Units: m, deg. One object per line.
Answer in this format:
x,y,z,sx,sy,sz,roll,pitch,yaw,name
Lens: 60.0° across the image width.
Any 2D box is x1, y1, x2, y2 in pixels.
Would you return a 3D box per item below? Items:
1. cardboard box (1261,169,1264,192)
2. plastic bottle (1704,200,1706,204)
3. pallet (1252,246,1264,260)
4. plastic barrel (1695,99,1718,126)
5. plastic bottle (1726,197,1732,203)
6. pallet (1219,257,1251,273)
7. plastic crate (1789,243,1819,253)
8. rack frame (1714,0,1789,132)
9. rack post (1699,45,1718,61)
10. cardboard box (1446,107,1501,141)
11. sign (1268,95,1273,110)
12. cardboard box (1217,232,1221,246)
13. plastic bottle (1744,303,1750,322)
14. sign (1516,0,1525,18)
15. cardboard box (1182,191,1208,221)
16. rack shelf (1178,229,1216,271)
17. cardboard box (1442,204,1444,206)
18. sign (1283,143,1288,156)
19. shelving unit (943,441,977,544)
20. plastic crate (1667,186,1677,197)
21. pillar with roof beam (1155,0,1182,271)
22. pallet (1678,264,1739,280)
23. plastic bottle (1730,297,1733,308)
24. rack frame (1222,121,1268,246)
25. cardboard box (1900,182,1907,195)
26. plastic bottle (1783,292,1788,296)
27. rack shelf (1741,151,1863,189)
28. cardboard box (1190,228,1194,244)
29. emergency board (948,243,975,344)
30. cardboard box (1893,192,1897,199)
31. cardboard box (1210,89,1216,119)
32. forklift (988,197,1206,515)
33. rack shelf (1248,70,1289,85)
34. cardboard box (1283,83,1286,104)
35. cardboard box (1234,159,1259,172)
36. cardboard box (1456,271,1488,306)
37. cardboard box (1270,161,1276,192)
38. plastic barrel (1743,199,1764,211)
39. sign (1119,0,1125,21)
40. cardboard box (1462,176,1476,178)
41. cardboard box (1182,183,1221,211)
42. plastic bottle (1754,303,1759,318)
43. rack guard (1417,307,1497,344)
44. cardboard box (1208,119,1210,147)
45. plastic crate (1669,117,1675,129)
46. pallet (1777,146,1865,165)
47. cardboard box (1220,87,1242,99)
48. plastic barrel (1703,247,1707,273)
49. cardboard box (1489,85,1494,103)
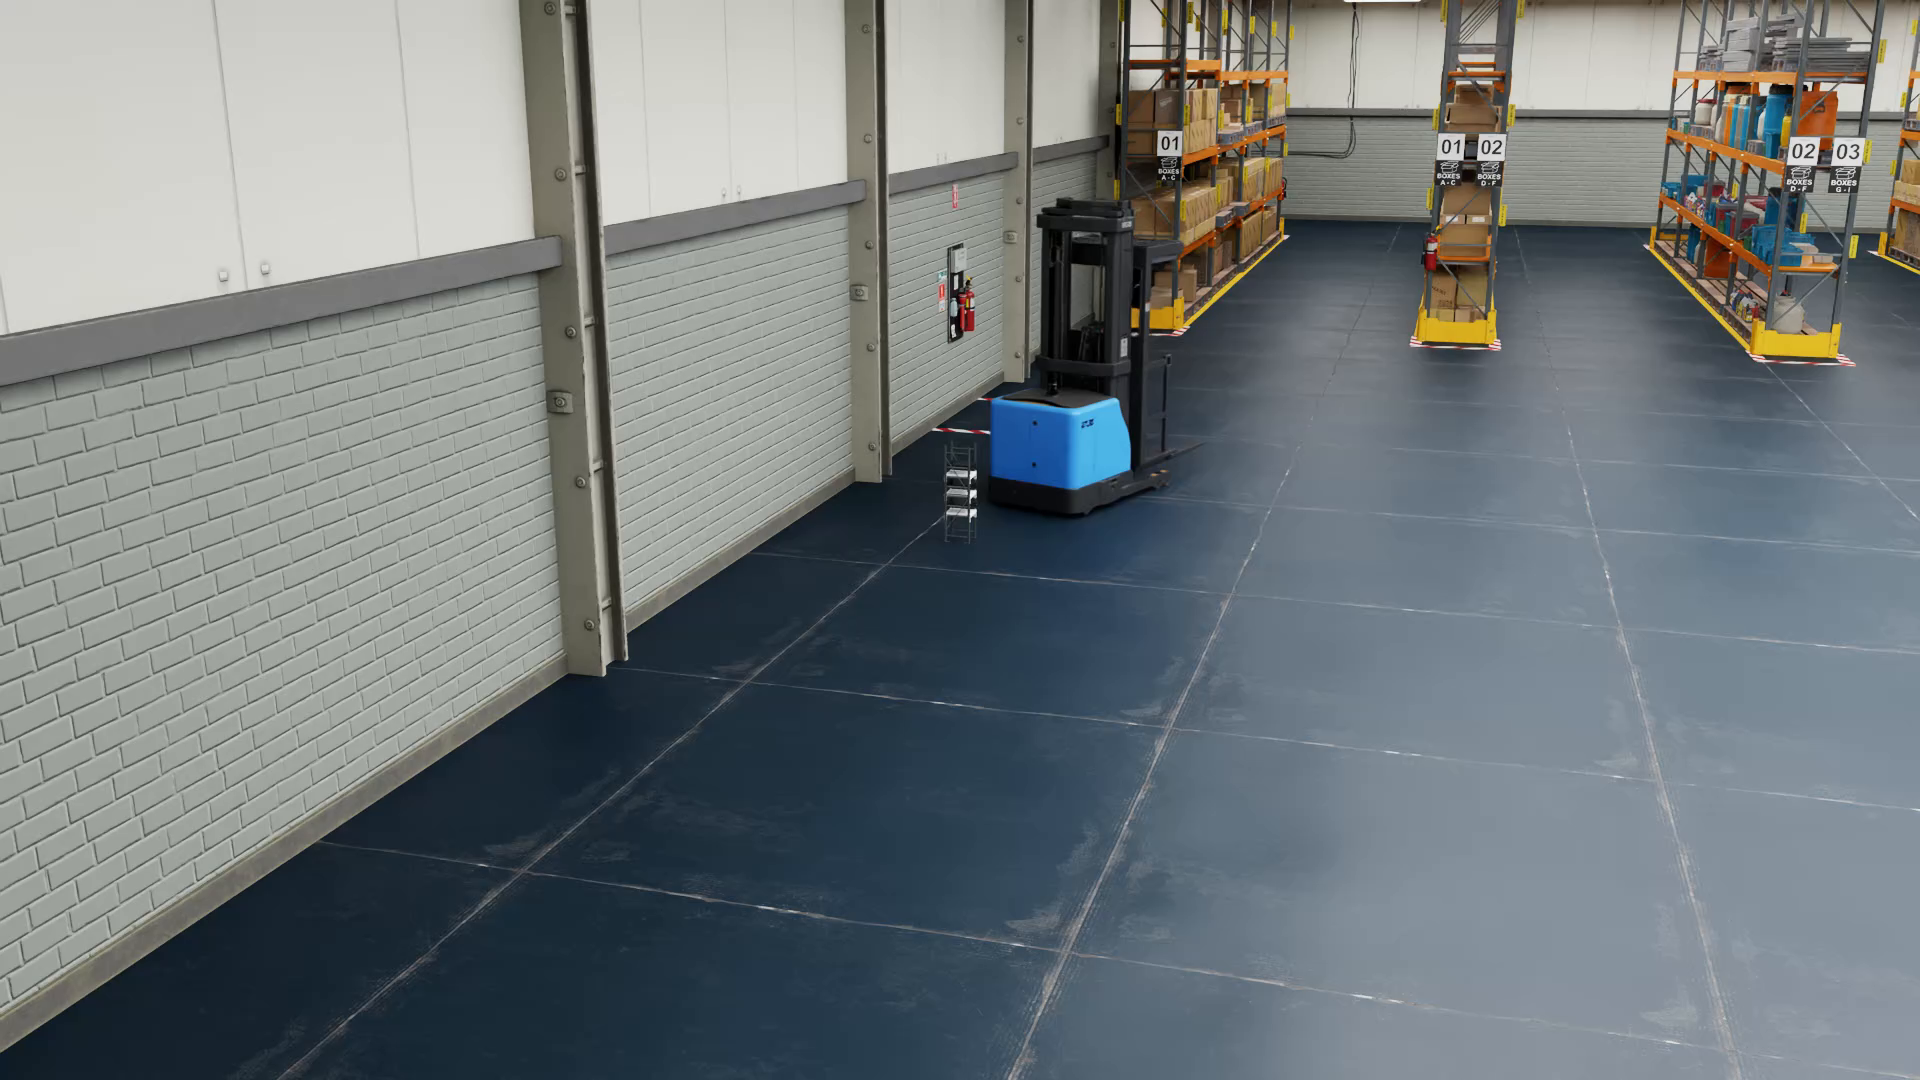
6.634,-8.194,37.876,0.500,0.500,0.500,4,16,15,cardboard box
15.107,-6.738,33.721,0.061,0.283,0.133,5,16,16,plastic bottle
6.376,-6.584,38.076,1.003,0.211,1.213,5,16,16,pallet
15.632,-8.957,34.817,0.433,0.535,0.433,0,16,0,plastic barrel
15.577,-6.764,33.690,0.144,0.351,0.185,5,16,16,plastic bottle
5.683,-5.946,35.825,1.003,0.211,1.213,5,16,16,pallet
13.530,-4.701,26.809,0.530,0.136,0.437,5,16,16,plastic crate
14.885,-9.205,31.211,1.000,3.000,0.127,5,16,16,rack frame
15.753,-9.997,34.142,0.937,0.300,0.954,4,16,15,rack post
8.031,-6.523,26.037,0.797,0.503,0.637,6,17,20,cardboard box
7.047,-9.937,37.766,0.100,0.325,0.005,5,16,16,sign
5.010,-6.120,33.730,0.500,0.250,0.500,5,17,17,cardboard box
12.729,-3.677,26.888,0.061,0.283,0.133,5,17,17,plastic bottle
8.394,-7.978,24.883,0.100,0.325,0.005,5,16,16,sign
4.122,-5.929,29.520,0.500,0.500,0.500,4,16,14,cardboard box
3.682,-5.171,29.302,1.077,0.370,4.000,5,16,16,rack shelf
8.302,-5.557,27.971,0.380,0.149,0.250,4,16,15,cardboard box
8.177,-9.805,41.766,0.100,0.325,0.005,5,16,16,sign
0.002,-0.435,15.135,0.258,0.900,0.210,5,16,16,shelving unit
16.399,-7.976,38.071,0.416,0.233,0.300,5,16,16,plastic crate
8.316,-9.366,31.780,9.100,9.000,0.400,5,16,16,pillar with roof beam
15.418,-5.505,34.271,1.003,0.211,1.213,5,16,16,pallet
13.209,-4.062,28.394,0.097,0.201,0.097,0,16,0,plastic bottle
6.524,-8.133,38.428,1.000,3.000,0.127,5,16,16,rack frame
21.371,-7.857,37.184,0.500,0.250,0.500,4,16,15,cardboard box
13.787,-3.968,27.792,0.144,0.351,0.185,4,16,13,plastic bottle
13.180,-5.846,26.184,1.077,0.370,4.000,5,16,16,rack shelf
3.690,-5.171,28.223,0.500,0.250,0.500,4,16,14,cardboard box
0.039,-3.031,20.438,0.194,1.169,0.643,5,16,16,emergency board
21.490,-7.839,37.852,0.380,0.149,0.250,5,17,17,cardboard box
4.221,-7.725,29.439,0.500,0.500,0.500,6,17,19,cardboard box
1.549,-1.996,16.915,1.130,2.935,3.031,11,19,34,forklift
7.092,-11.004,39.607,1.077,0.370,4.000,5,16,16,rack shelf
7.714,-10.949,40.806,0.500,0.500,0.500,5,16,16,cardboard box
6.337,-8.286,36.828,0.500,0.250,0.500,5,17,17,cardboard box
8.370,-4.105,27.119,0.500,0.500,0.500,5,16,16,cardboard box
7.103,-8.800,40.228,0.980,0.700,0.700,4,16,13,cardboard box
14.798,-6.087,31.007,0.421,0.512,0.421,0,16,0,plastic barrel
2.587,-8.454,26.562,0.100,0.325,0.005,5,16,16,sign
8.311,-5.688,27.245,0.700,0.500,0.500,5,16,16,cardboard box
4.593,-6.576,31.949,0.700,0.500,0.500,6,17,22,cardboard box
12.914,-3.701,26.972,0.061,0.283,0.133,5,16,16,plastic bottle
7.857,-3.402,26.327,1.175,0.500,0.348,5,16,16,rack guard
4.188,-7.259,29.627,0.500,0.500,0.500,3,16,11,cardboard box
16.782,-9.713,38.738,0.497,0.269,0.590,5,16,16,plastic crate
12.941,-5.787,25.003,1.003,0.211,1.213,5,16,16,pallet
6.005,-9.831,36.553,0.500,0.250,0.500,4,16,14,cardboard box
15.083,-5.608,33.313,0.421,0.512,0.421,0,16,0,plastic barrel
11.654,-9.972,37.399,0.700,0.500,0.500,5,16,16,cardboard box
